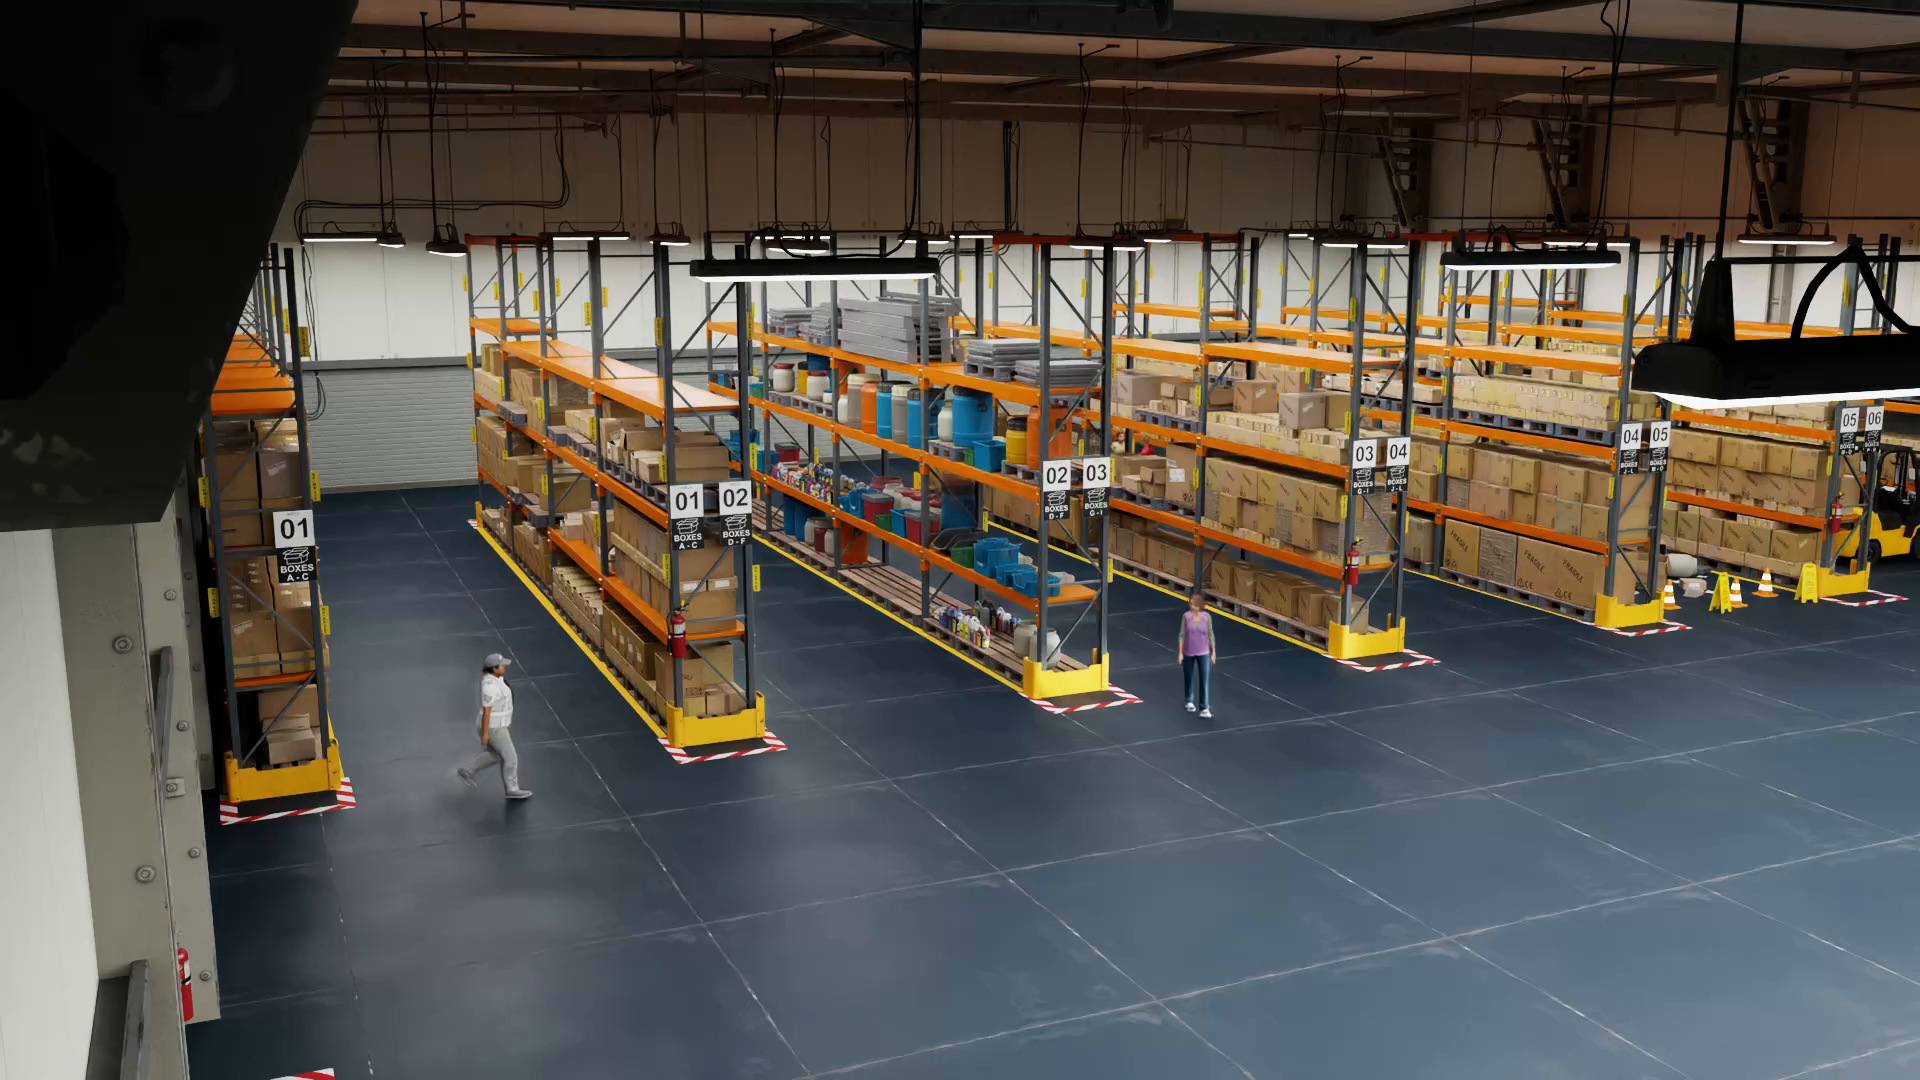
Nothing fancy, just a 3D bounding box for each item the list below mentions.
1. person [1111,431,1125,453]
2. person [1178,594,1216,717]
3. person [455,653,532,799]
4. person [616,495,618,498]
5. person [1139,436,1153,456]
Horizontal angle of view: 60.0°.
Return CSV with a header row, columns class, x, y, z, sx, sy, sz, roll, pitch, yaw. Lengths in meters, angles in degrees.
class,x,y,z,sx,sy,sz,roll,pitch,yaw
person,3.598,-1.646,37.260,0.513,1.604,1.060,-4,12,-20
person,3.052,1.475,21.399,0.481,1.580,0.632,2,11,11
person,-5.167,2.038,18.276,0.866,1.627,0.503,0,11,-2
person,-6.584,-0.859,33.009,0.561,1.721,1.084,-6,12,-27
person,3.998,-1.367,35.639,0.481,1.726,0.587,6,13,29
